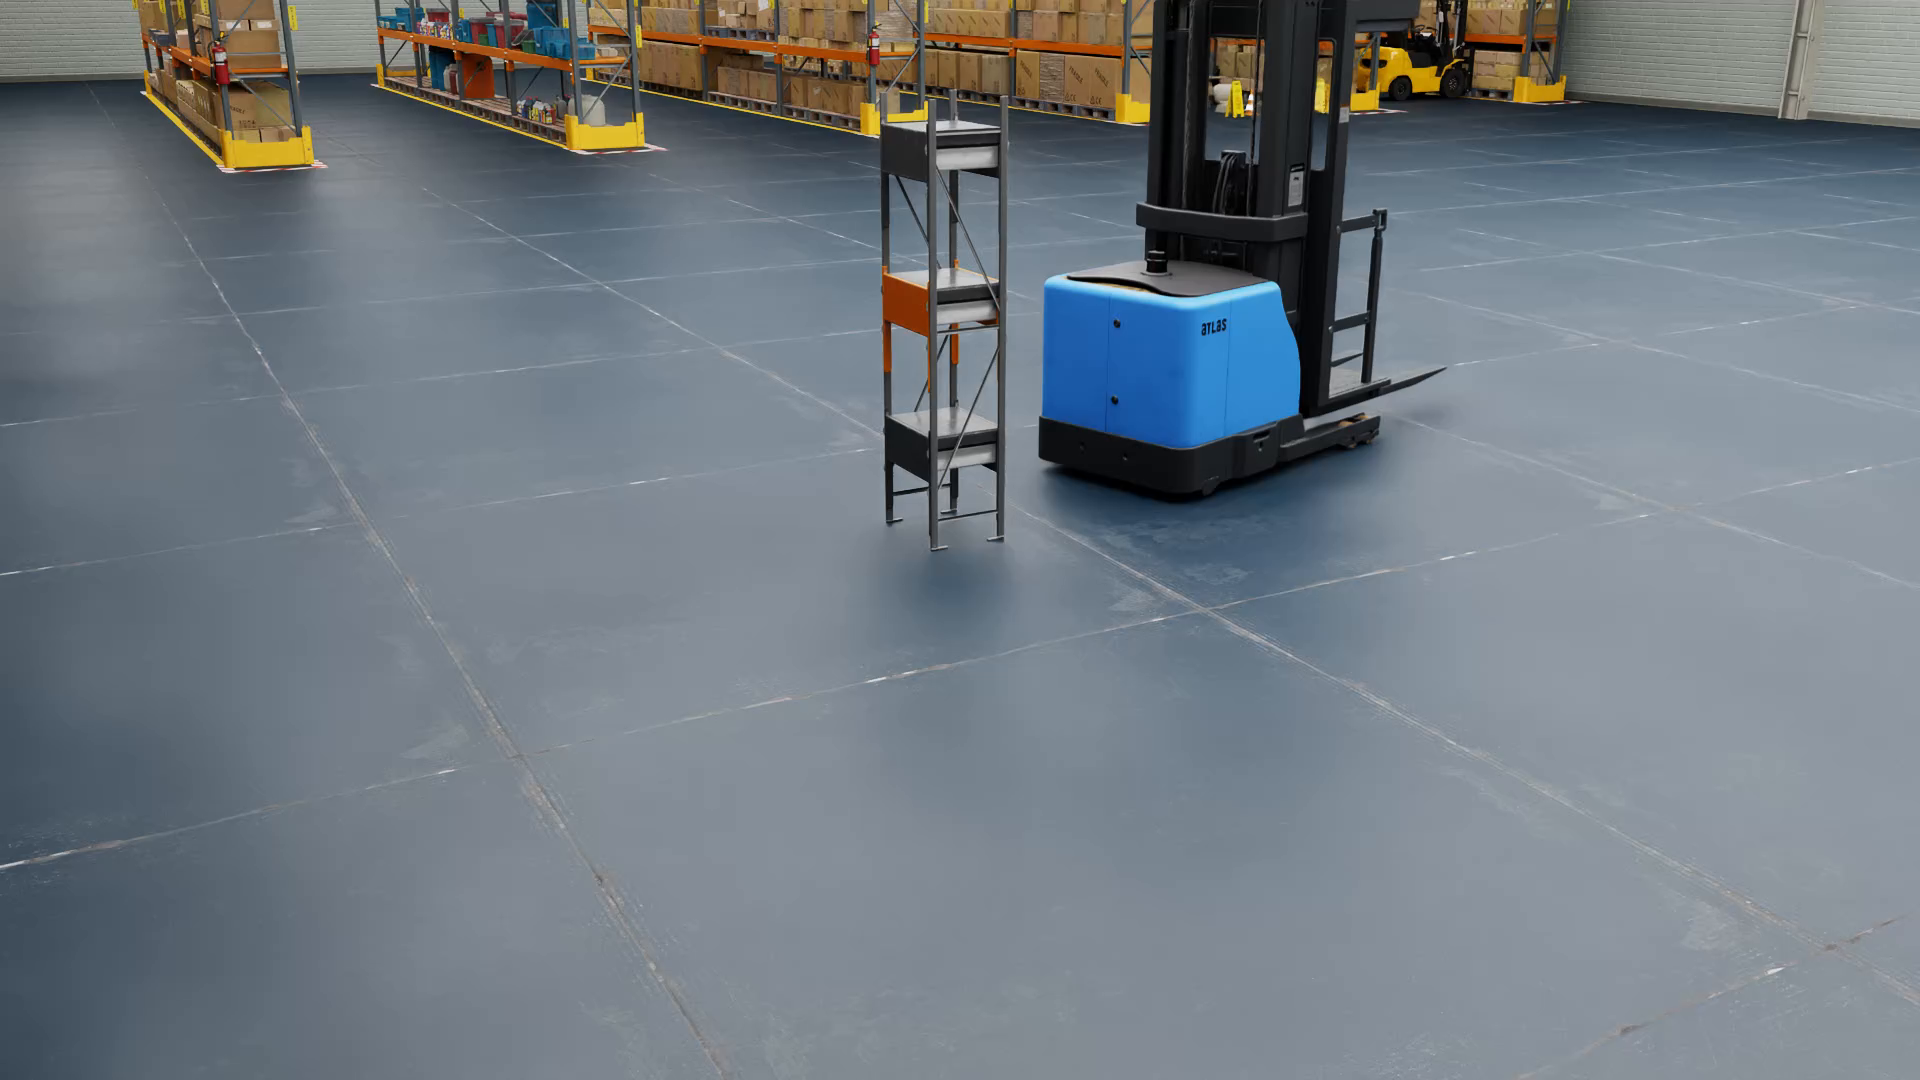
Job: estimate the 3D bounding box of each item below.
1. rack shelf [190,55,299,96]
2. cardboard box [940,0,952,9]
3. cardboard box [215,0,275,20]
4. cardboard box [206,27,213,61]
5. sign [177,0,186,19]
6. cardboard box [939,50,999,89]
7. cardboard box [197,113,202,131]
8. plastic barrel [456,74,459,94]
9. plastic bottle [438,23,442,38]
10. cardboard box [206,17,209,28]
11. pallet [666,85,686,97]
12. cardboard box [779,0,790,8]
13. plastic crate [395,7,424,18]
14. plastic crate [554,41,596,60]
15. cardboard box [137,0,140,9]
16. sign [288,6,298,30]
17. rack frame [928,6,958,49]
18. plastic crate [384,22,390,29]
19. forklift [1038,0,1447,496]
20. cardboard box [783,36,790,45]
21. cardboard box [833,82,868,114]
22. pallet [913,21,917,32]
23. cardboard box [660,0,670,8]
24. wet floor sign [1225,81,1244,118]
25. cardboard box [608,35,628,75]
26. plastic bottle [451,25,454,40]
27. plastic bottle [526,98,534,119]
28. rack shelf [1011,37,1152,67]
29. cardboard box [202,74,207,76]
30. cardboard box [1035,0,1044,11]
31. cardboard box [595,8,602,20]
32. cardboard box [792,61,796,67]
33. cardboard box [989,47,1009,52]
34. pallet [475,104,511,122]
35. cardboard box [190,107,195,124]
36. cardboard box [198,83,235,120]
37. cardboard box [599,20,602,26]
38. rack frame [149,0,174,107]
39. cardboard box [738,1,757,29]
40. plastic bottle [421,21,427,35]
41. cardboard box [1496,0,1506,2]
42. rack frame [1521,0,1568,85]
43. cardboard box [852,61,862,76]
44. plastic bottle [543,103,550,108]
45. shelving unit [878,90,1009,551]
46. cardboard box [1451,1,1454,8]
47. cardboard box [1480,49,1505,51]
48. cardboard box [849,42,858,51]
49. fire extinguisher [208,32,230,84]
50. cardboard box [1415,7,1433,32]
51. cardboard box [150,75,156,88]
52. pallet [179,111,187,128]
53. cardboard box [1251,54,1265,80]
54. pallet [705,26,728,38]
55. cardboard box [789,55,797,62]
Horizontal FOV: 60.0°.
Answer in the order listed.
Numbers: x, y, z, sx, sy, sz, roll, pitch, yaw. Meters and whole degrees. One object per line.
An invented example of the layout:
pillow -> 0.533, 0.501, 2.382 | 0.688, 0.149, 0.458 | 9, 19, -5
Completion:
rack shelf -> -10.723, -6.966, 24.823 | 1.077, 0.370, 4.000 | -10, 21, -27
cardboard box -> 0.006, -11.546, 35.306 | 0.700, 0.500, 0.500 | -10, 22, -27
cardboard box -> -10.009, -7.544, 23.252 | 0.700, 0.500, 0.500 | -10, 21, -26
cardboard box -> -10.966, -7.506, 25.132 | 0.700, 0.500, 0.500 | -10, 21, -26
sign -> -12.146, -8.303, 25.942 | 0.100, 0.325, 0.005 | -10, 21, -27
cardboard box -> 0.189, -9.997, 35.309 | 1.050, 0.750, 0.750 | -10, 21, -26
cardboard box -> -11.720, -6.599, 26.228 | 0.500, 0.250, 0.500 | -10, 21, -27
plastic barrel -> -9.805, -9.103, 33.084 | 0.421, 0.512, 0.421 | 0, 19, 0
plastic bottle -> -10.322, -10.118, 33.033 | 0.061, 0.283, 0.133 | -10, 21, -27
cardboard box -> -10.861, -7.611, 24.442 | 0.380, 0.149, 0.250 | -10, 22, -27
pallet -> -5.736, -9.831, 36.299 | 1.003, 0.211, 1.213 | -10, 21, -27
cardboard box -> -2.963, -9.905, 30.097 | 0.500, 0.500, 0.500 | -10, 21, -27
plastic crate -> -12.687, -12.069, 38.363 | 0.616, 0.435, 0.499 | -10, 21, -27
plastic crate -> -5.913, -7.525, 25.569 | 0.499, 0.251, 0.616 | -10, 21, -27
cardboard box -> -17.393, -11.677, 35.686 | 0.500, 0.500, 0.500 | -9, 21, -25
sign -> -9.282, -7.263, 23.132 | 0.100, 0.325, 0.005 | -10, 21, -27
rack frame -> -0.439, -11.301, 36.283 | 1.000, 3.000, 0.127 | -10, 21, -27
plastic crate -> -12.781, -11.573, 37.385 | 0.250, 0.136, 0.298 | -10, 21, -27
forklift -> 1.828, -2.014, 9.474 | 1.130, 2.935, 3.031 | 18, 26, 42
cardboard box -> -3.008, -9.113, 30.327 | 0.380, 0.149, 0.250 | -10, 21, -27
cardboard box -> -1.930, -7.813, 29.363 | 0.500, 0.500, 0.500 | -8, 21, -22
pallet -> -0.871, -11.398, 36.860 | 1.213, 0.211, 1.003 | -10, 21, -27
cardboard box -> -6.126, -11.851, 36.185 | 0.797, 0.503, 0.637 | -10, 21, -26
wet floor sign -> 5.116, -8.190, 30.877 | 0.267, 0.644, 0.232 | -14, 24, -36
cardboard box -> -7.845, -11.620, 39.821 | 0.875, 0.875, 0.875 | -10, 21, -27
plastic bottle -> -9.779, -9.789, 32.082 | 0.061, 0.283, 0.133 | -10, 21, -27
plastic bottle -> -7.204, -7.252, 27.936 | 0.144, 0.351, 0.185 | -11, 22, -29
rack shelf -> 2.410, -9.239, 31.409 | 1.077, 0.370, 4.000 | -10, 21, -27
cardboard box -> -14.024, -8.524, 31.393 | 0.500, 0.500, 0.500 | -10, 22, -27
cardboard box -> 1.969, -10.483, 32.027 | 0.875, 0.550, 0.550 | -10, 21, -27
cardboard box -> -8.408, -12.600, 39.822 | 0.500, 0.250, 0.500 | -10, 22, -27
cardboard box -> -4.075, -12.186, 42.575 | 0.380, 0.149, 0.250 | -10, 21, -27
cardboard box -> 1.340, -12.686, 43.582 | 0.875, 0.438, 0.875 | -11, 22, -28
pallet -> -8.302, -7.898, 30.697 | 1.003, 0.211, 1.213 | -10, 21, -27
cardboard box -> -12.364, -6.999, 27.386 | 0.500, 0.250, 0.500 | -10, 22, -27
cardboard box -> -11.253, -6.665, 25.269 | 0.500, 0.500, 0.500 | -10, 21, -27
cardboard box -> -8.403, -12.365, 39.752 | 0.380, 0.149, 0.250 | -10, 22, -27
rack frame -> -15.472, -10.177, 33.025 | 1.000, 3.000, 0.127 | -10, 21, -27
cardboard box -> -3.857, -10.144, 32.129 | 0.797, 0.503, 0.637 | -8, 20, -21
plastic bottle -> -11.052, -10.587, 34.405 | 0.152, 0.276, 0.135 | -10, 21, -27
cardboard box -> 11.386, -11.272, 34.595 | 0.380, 0.149, 0.250 | -9, 21, -25
rack frame -> 12.034, -10.570, 34.165 | 1.000, 3.000, 0.127 | -10, 21, -27
cardboard box -> -2.221, -11.213, 39.217 | 0.500, 0.500, 0.500 | -9, 21, -25
plastic bottle -> -6.884, -7.125, 27.681 | 0.152, 0.276, 0.135 | -10, 21, -27
shelving unit -> -0.079, -1.040, 7.927 | 0.431, 2.100, 0.503 | -10, 21, -27
cardboard box -> 10.772, -11.493, 35.692 | 0.380, 0.149, 0.250 | -10, 22, -28
cardboard box -> 11.504, -10.397, 35.702 | 0.500, 0.250, 0.500 | -10, 21, -27
cardboard box -> -1.653, -8.332, 28.064 | 0.380, 0.149, 0.250 | -10, 21, -27
fire extinguisher -> -10.126, -6.589, 22.748 | 0.296, 0.674, 0.183 | -10, 21, -27
cardboard box -> 10.378, -11.451, 36.565 | 0.500, 0.500, 0.500 | -10, 21, -26
cardboard box -> -16.888, -9.746, 35.318 | 0.500, 0.250, 0.500 | -10, 21, -27
pallet -> -13.216, -7.468, 29.450 | 1.003, 0.211, 1.213 | -10, 21, -27
cardboard box -> 6.320, -9.690, 34.035 | 0.500, 0.500, 0.500 | -9, 21, -24
pallet -> -4.420, -10.283, 33.627 | 1.213, 0.211, 1.003 | -10, 21, -27
cardboard box -> -4.135, -12.312, 42.483 | 0.380, 0.149, 0.250 | -10, 21, -27
